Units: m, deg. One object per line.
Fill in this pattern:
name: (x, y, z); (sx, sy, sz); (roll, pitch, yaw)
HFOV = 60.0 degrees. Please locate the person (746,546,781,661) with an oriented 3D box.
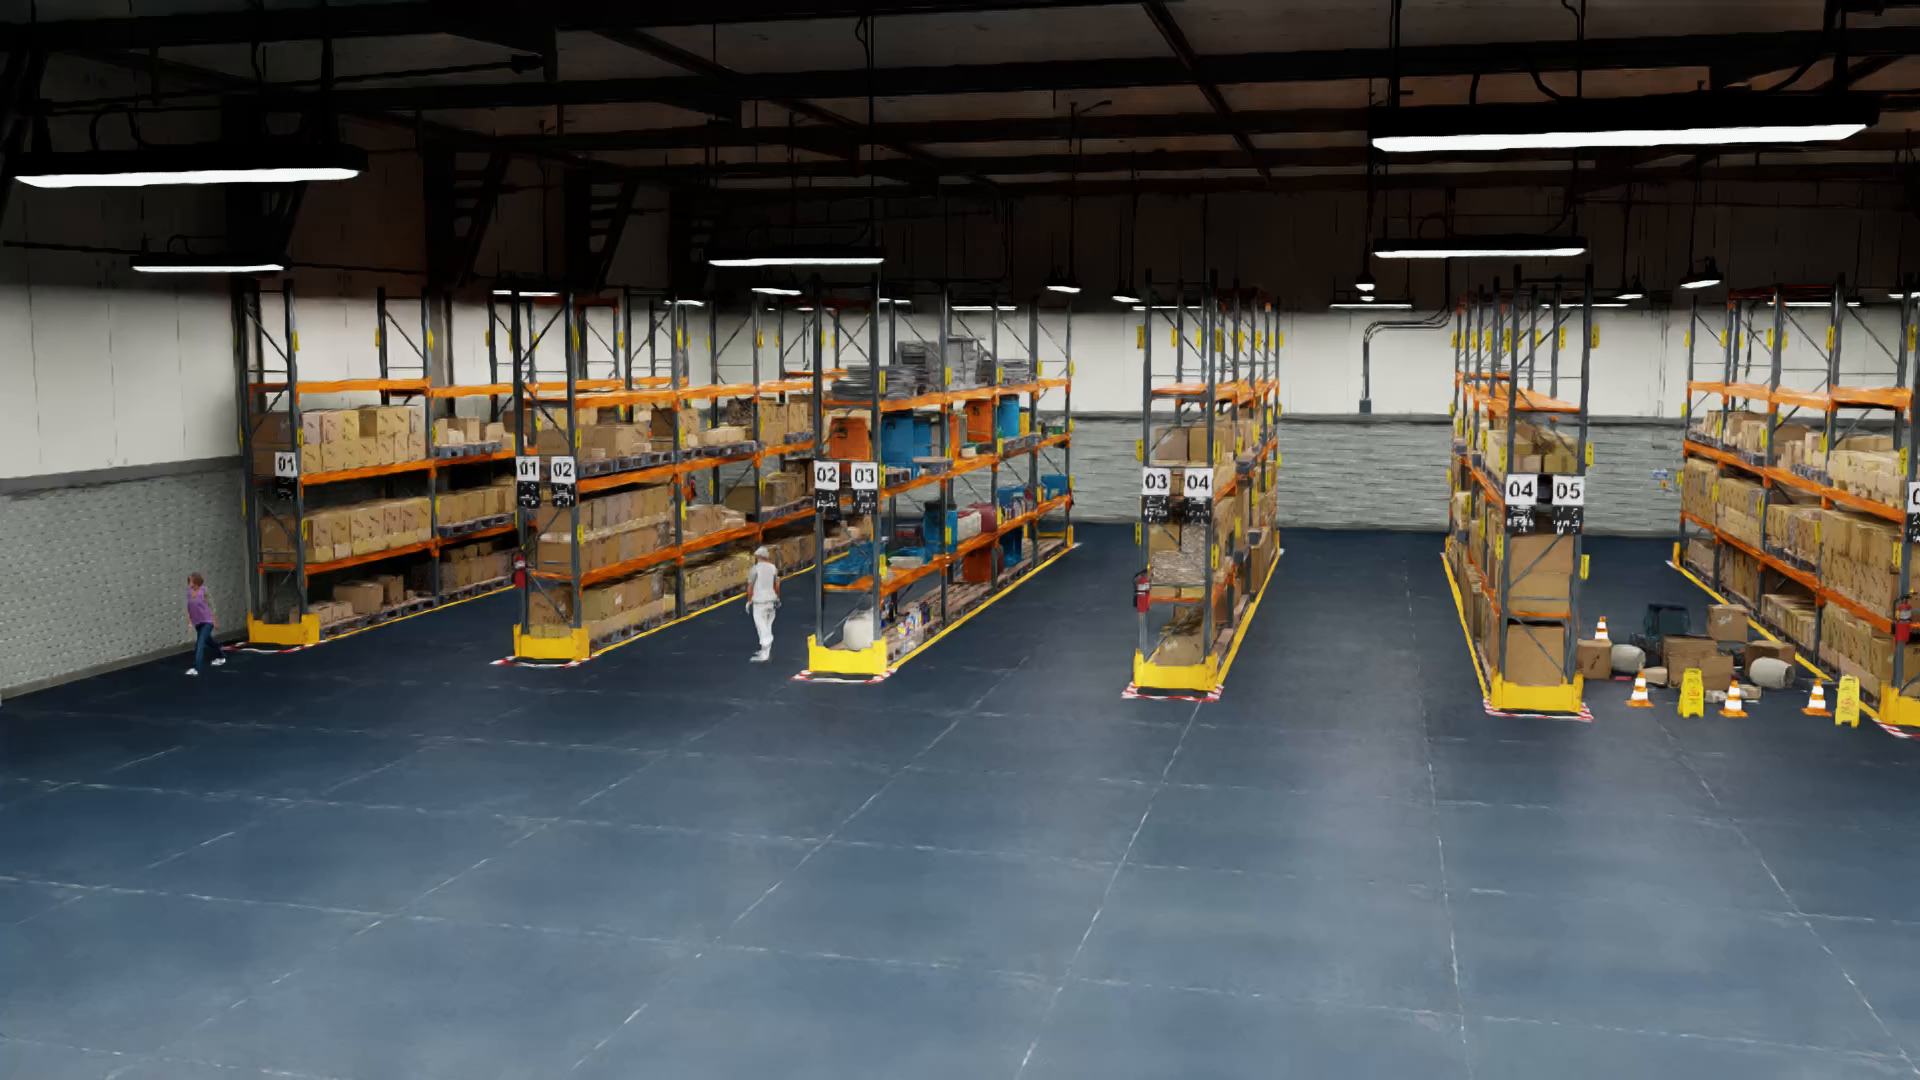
person: (-3.104, 0.974, 26.120); (0.577, 1.785, 0.655); (6, 9, 41)

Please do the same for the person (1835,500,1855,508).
person: (21.384, -0.693, 40.073); (0.463, 1.776, 0.712); (-2, 7, -19)

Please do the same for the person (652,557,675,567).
person: (-6.114, 0.029, 34.317); (0.550, 1.709, 1.128); (1, 7, 12)

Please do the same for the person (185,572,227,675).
person: (-11.471, 1.230, 25.123); (0.417, 1.517, 1.037); (2, 7, 17)
